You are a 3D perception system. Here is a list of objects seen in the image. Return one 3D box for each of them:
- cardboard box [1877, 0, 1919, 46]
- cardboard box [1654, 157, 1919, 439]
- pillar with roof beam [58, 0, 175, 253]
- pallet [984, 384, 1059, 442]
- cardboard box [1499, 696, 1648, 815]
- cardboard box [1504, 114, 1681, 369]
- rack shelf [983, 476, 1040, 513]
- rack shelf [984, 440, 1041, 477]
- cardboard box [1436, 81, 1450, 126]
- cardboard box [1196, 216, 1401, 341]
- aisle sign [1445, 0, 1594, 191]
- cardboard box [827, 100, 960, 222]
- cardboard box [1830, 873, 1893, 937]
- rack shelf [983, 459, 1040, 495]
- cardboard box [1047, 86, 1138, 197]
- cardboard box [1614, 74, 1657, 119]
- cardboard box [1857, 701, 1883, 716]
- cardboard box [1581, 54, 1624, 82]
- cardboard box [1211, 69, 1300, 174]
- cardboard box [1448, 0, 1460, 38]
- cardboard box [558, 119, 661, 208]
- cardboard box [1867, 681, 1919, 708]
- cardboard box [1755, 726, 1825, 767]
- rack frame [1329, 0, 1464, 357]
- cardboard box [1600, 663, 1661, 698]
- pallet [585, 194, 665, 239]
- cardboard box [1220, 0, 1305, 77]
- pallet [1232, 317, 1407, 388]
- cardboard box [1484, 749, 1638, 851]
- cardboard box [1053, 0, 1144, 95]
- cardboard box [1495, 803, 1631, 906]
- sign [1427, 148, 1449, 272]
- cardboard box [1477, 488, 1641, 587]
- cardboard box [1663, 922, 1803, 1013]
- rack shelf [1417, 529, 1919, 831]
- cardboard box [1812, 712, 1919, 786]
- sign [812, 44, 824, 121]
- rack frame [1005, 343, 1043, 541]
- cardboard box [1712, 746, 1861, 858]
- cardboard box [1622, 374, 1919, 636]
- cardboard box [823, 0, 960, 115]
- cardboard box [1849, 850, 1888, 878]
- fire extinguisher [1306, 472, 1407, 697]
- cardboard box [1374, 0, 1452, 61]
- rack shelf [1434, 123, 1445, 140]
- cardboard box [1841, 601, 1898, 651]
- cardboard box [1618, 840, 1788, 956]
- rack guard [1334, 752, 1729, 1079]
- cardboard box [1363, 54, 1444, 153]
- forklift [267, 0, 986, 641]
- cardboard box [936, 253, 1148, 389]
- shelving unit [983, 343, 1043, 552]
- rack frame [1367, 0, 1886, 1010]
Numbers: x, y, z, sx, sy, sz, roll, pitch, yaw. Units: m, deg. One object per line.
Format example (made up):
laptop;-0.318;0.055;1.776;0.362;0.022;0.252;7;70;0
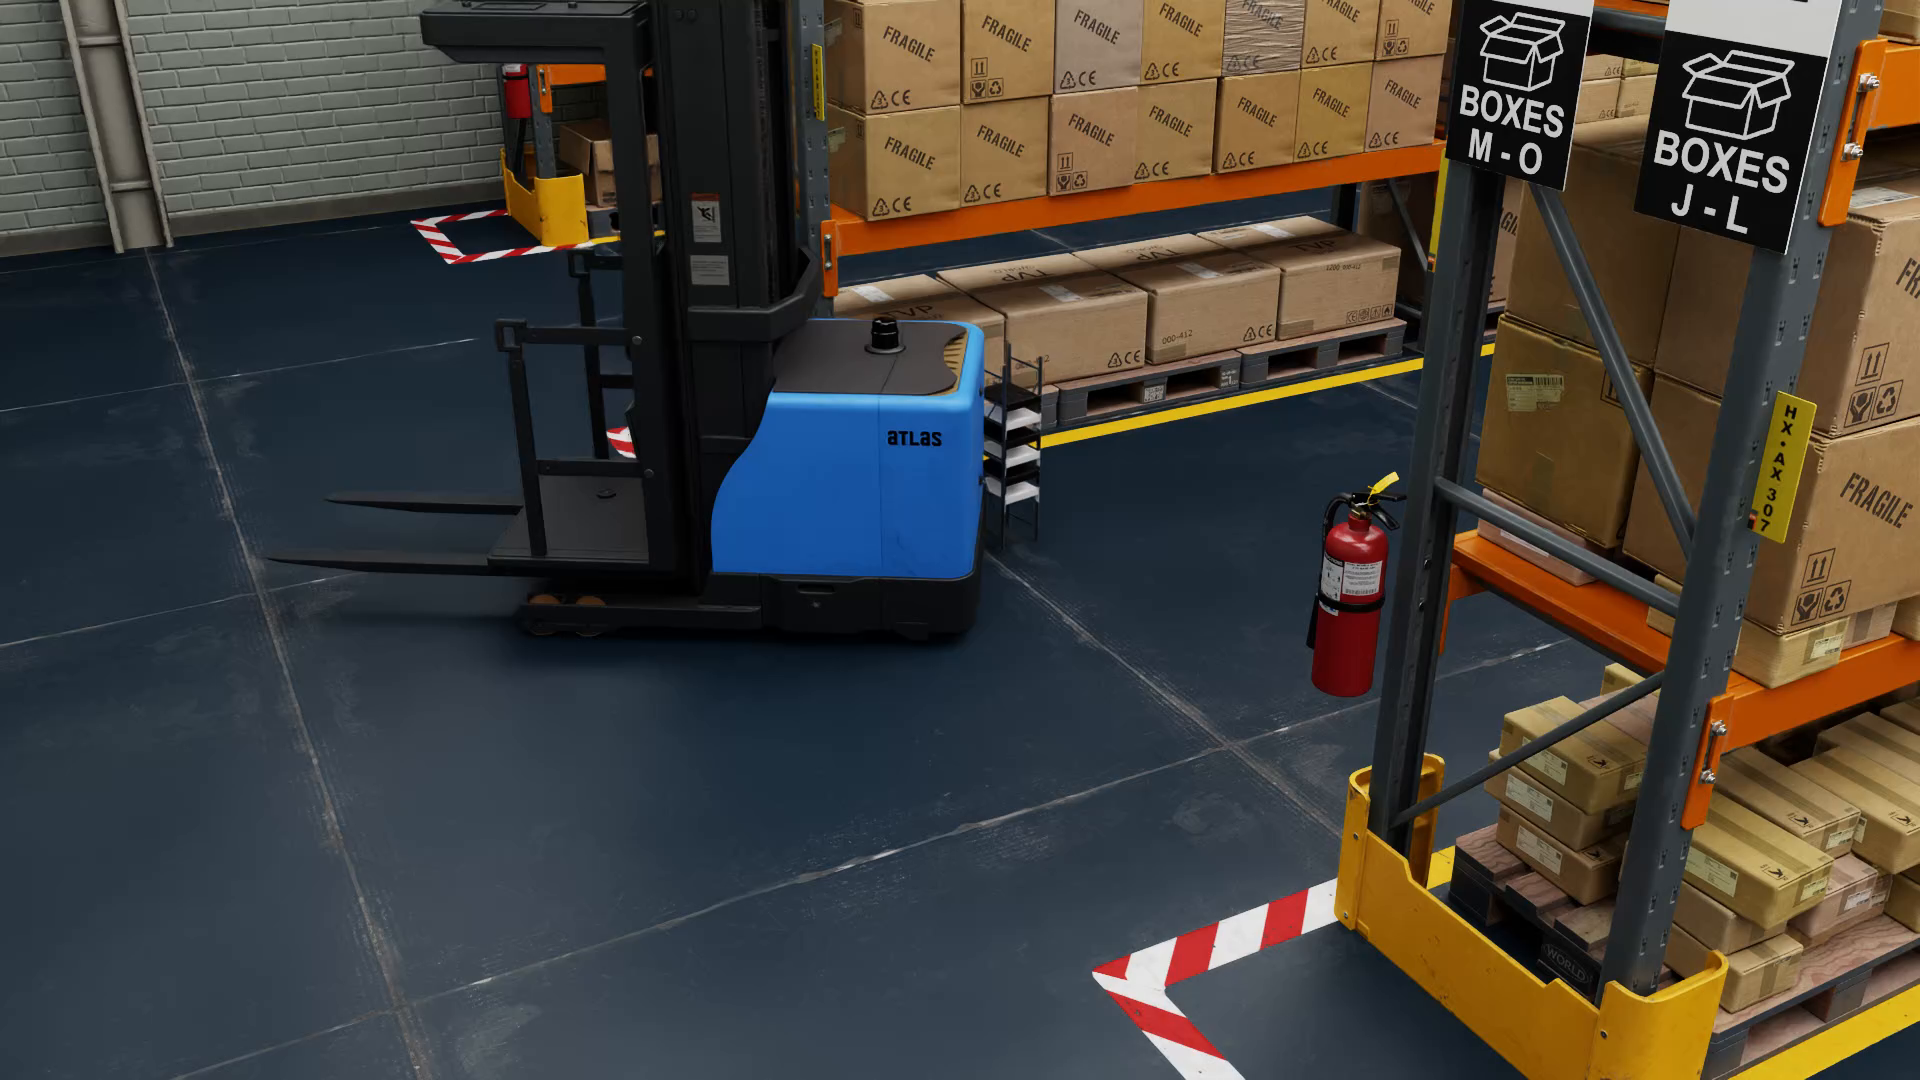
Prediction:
cardboard box;2.041;-1.252;3.600;0.500;0.250;0.500;-12;28;-23
cardboard box;2.045;-0.594;3.907;0.500;0.500;0.500;-13;29;-25
pillar with roof beam;-4.011;-4.594;6.922;0.400;9.000;9.100;-13;29;-25
pallet;-0.225;-0.779;9.129;1.213;0.211;1.003;-13;29;-25
cardboard box;1.872;0.649;5.053;0.250;0.149;0.380;-13;28;-25
cardboard box;1.811;-0.792;4.319;0.500;0.500;0.500;-14;29;-26
rack shelf;0.210;-0.225;7.672;0.200;0.077;0.258;-18;31;-33
rack shelf;0.210;-0.387;7.594;0.200;0.077;0.258;-18;31;-33
cardboard box;3.148;-2.580;9.830;0.500;0.250;0.500;-14;29;-26
cardboard box;2.031;-1.606;10.104;0.875;0.438;0.875;-13;29;-26
aisle sign;1.319;-1.245;3.875;0.004;0.787;0.394;-13;29;-25
cardboard box;-0.336;-1.877;8.078;0.500;0.500;0.500;-13;29;-25
cardboard box;2.546;1.000;5.011;0.250;0.149;0.380;-13;28;-25
rack shelf;0.210;-0.306;7.633;0.200;0.077;0.258;-18;31;-33
cardboard box;0.555;-2.087;8.516;0.500;0.500;0.500;-13;29;-25
cardboard box;4.063;-2.784;10.256;0.500;0.250;0.500;-13;29;-26
cardboard box;2.999;0.509;5.688;0.250;0.149;0.380;-12;28;-23
cardboard box;3.603;-2.915;9.951;0.500;0.250;0.500;-13;28;-24
cardboard box;1.458;-2.296;8.952;0.500;0.500;0.500;-13;29;-26
cardboard box;3.159;-3.134;9.541;0.500;0.500;0.500;-13;28;-25
cardboard box;-2.649;-2.891;12.705;0.637;0.503;0.797;-14;29;-27
cardboard box;3.043;0.403;5.566;0.250;0.149;0.380;-14;29;-27
cardboard box;2.599;0.650;5.396;0.250;0.149;0.380;-13;29;-26
rack frame;2.635;-2.658;9.821;0.127;3.000;1.000;-13;29;-25
cardboard box;2.290;0.519;5.325;0.250;0.149;0.380;-14;29;-26
pallet;-2.463;-2.660;13.046;1.213;0.211;1.003;-13;29;-25
cardboard box;1.453;-2.745;8.731;0.500;0.500;0.500;-13;28;-24
pallet;1.927;-1.276;10.164;1.213;0.211;1.003;-13;29;-25
cardboard box;1.856;0.771;5.143;0.250;0.149;0.380;-14;29;-26
cardboard box;0.567;-2.544;8.313;0.500;0.500;0.500;-13;29;-25
cardboard box;1.891;0.935;5.145;0.250;0.149;0.380;-12;28;-24
sign;1.281;-0.854;4.361;0.005;0.325;0.100;-13;29;-25
cardboard box;1.679;-0.035;4.647;0.250;0.149;0.380;-13;29;-25
cardboard box;2.137;1.138;4.724;0.250;0.149;0.380;-12;28;-24
rack shelf;3.289;-0.057;5.234;4.000;0.370;1.077;-13;29;-25
cardboard box;2.796;0.690;4.968;0.250;0.149;0.380;-15;29;-28
sign;-0.638;-2.056;7.476;0.005;0.325;0.100;-13;29;-25
rack frame;0.291;-0.444;7.635;0.006;0.900;0.240;-18;31;-33
cardboard box;2.333;0.775;4.792;0.250;0.149;0.380;-12;28;-24
cardboard box;2.050;-0.139;4.115;0.500;0.500;0.500;-12;28;-23
cardboard box;-0.337;-2.328;7.863;0.500;0.500;0.500;-14;29;-26
cardboard box;2.550;0.861;4.955;0.250;0.149;0.380;-13;28;-24
fire extinguisher;1.085;0.104;4.588;0.183;0.674;0.296;-13;29;-25
cardboard box;2.349;-2.953;9.163;0.500;0.500;0.500;-13;29;-26
rack shelf;4.400;-2.741;10.825;4.000;0.370;1.077;-13;29;-25
cardboard box;2.169;0.131;4.302;0.250;0.149;0.380;-12;28;-23
cardboard box;2.107;0.979;4.710;0.250;0.149;0.380;-12;28;-23
rack guard;1.591;1.138;4.803;0.348;0.500;1.175;-13;29;-25
cardboard box;2.346;-2.511;9.400;0.500;0.500;0.500;-13;28;-25
forklift;-1.421;-1.144;6.747;3.031;2.935;1.130;2;26;3
cardboard box;0.445;-1.240;9.342;0.875;0.438;0.875;-12;28;-24
shelving unit;0.210;-0.417;7.580;0.210;0.900;0.258;-18;31;-33
rack frame;1.524;0.026;4.230;0.127;3.000;1.000;-13;29;-25
